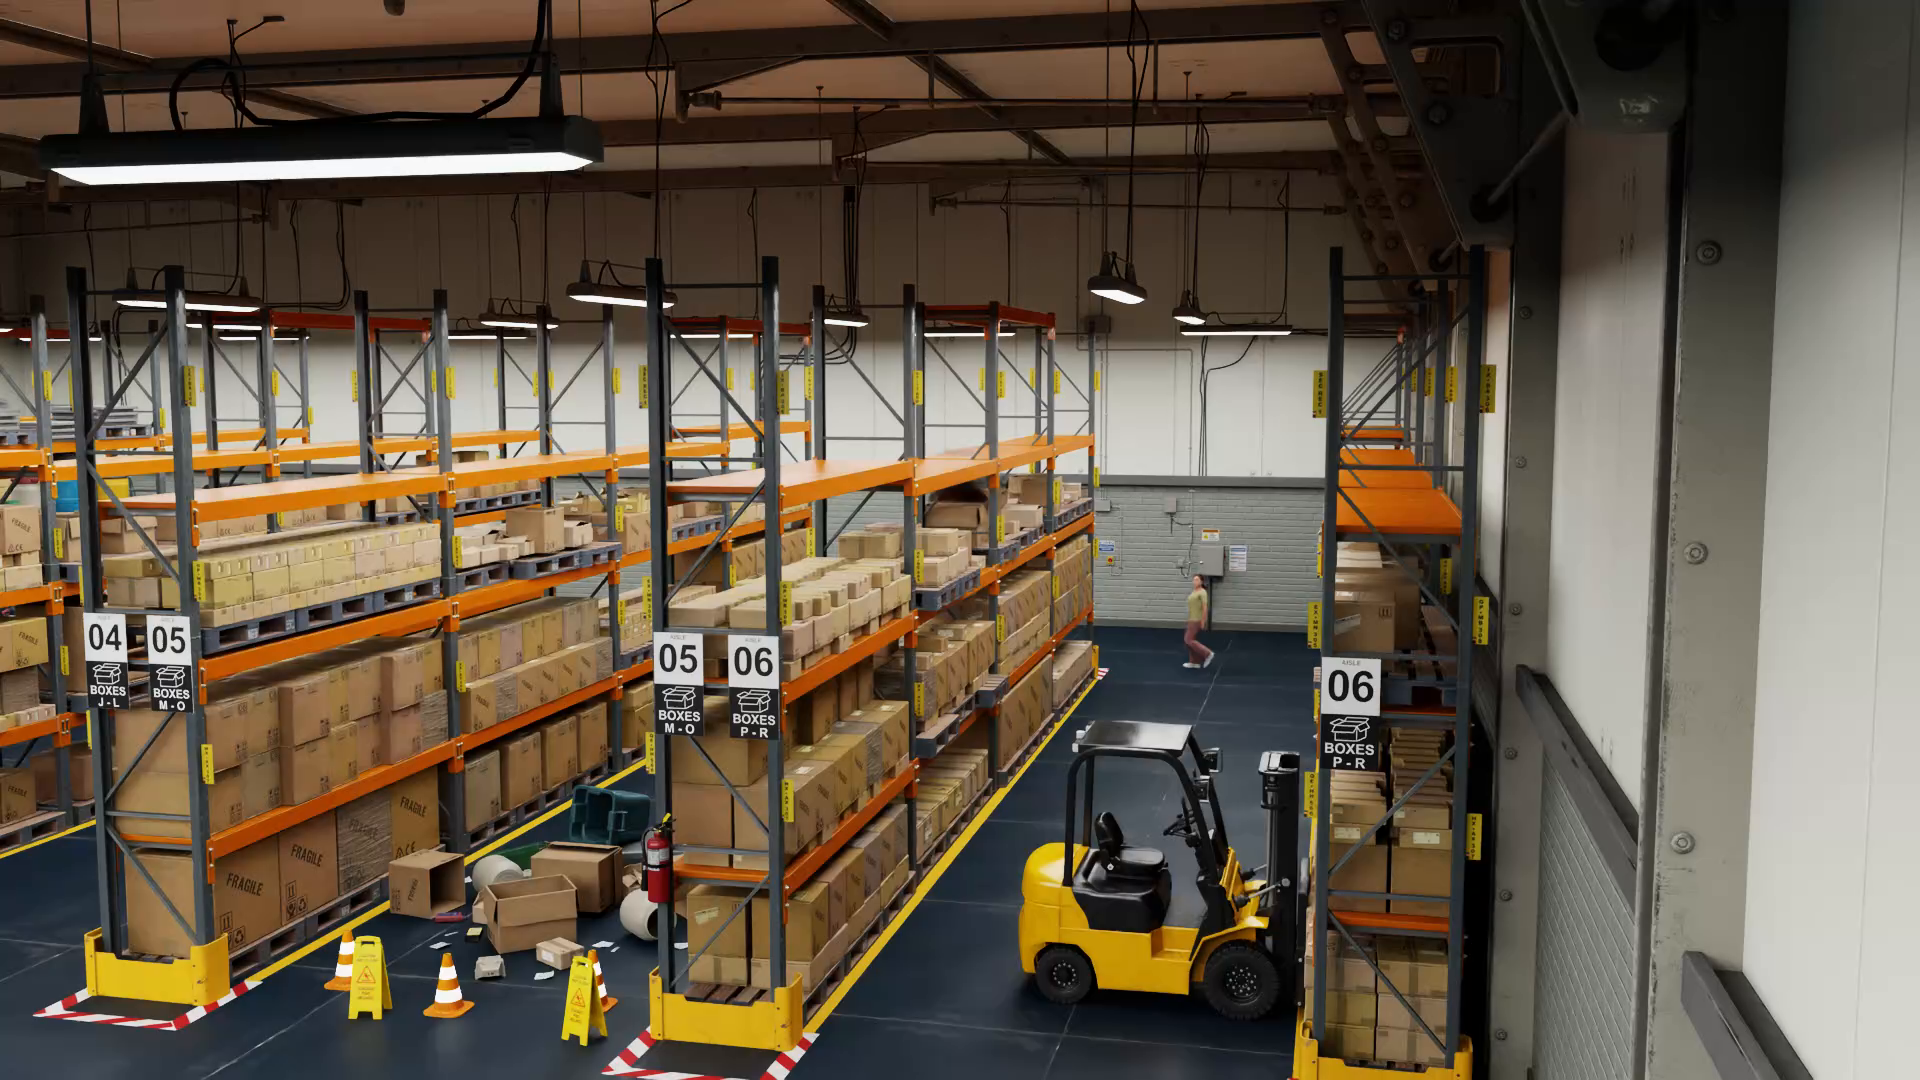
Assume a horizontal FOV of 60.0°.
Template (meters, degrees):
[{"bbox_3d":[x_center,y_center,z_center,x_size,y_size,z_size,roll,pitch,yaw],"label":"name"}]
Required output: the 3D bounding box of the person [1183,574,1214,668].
[{"bbox_3d":[4.156,1.408,28.895,0.546,1.650,0.448,1,6,10],"label":"person"}]
